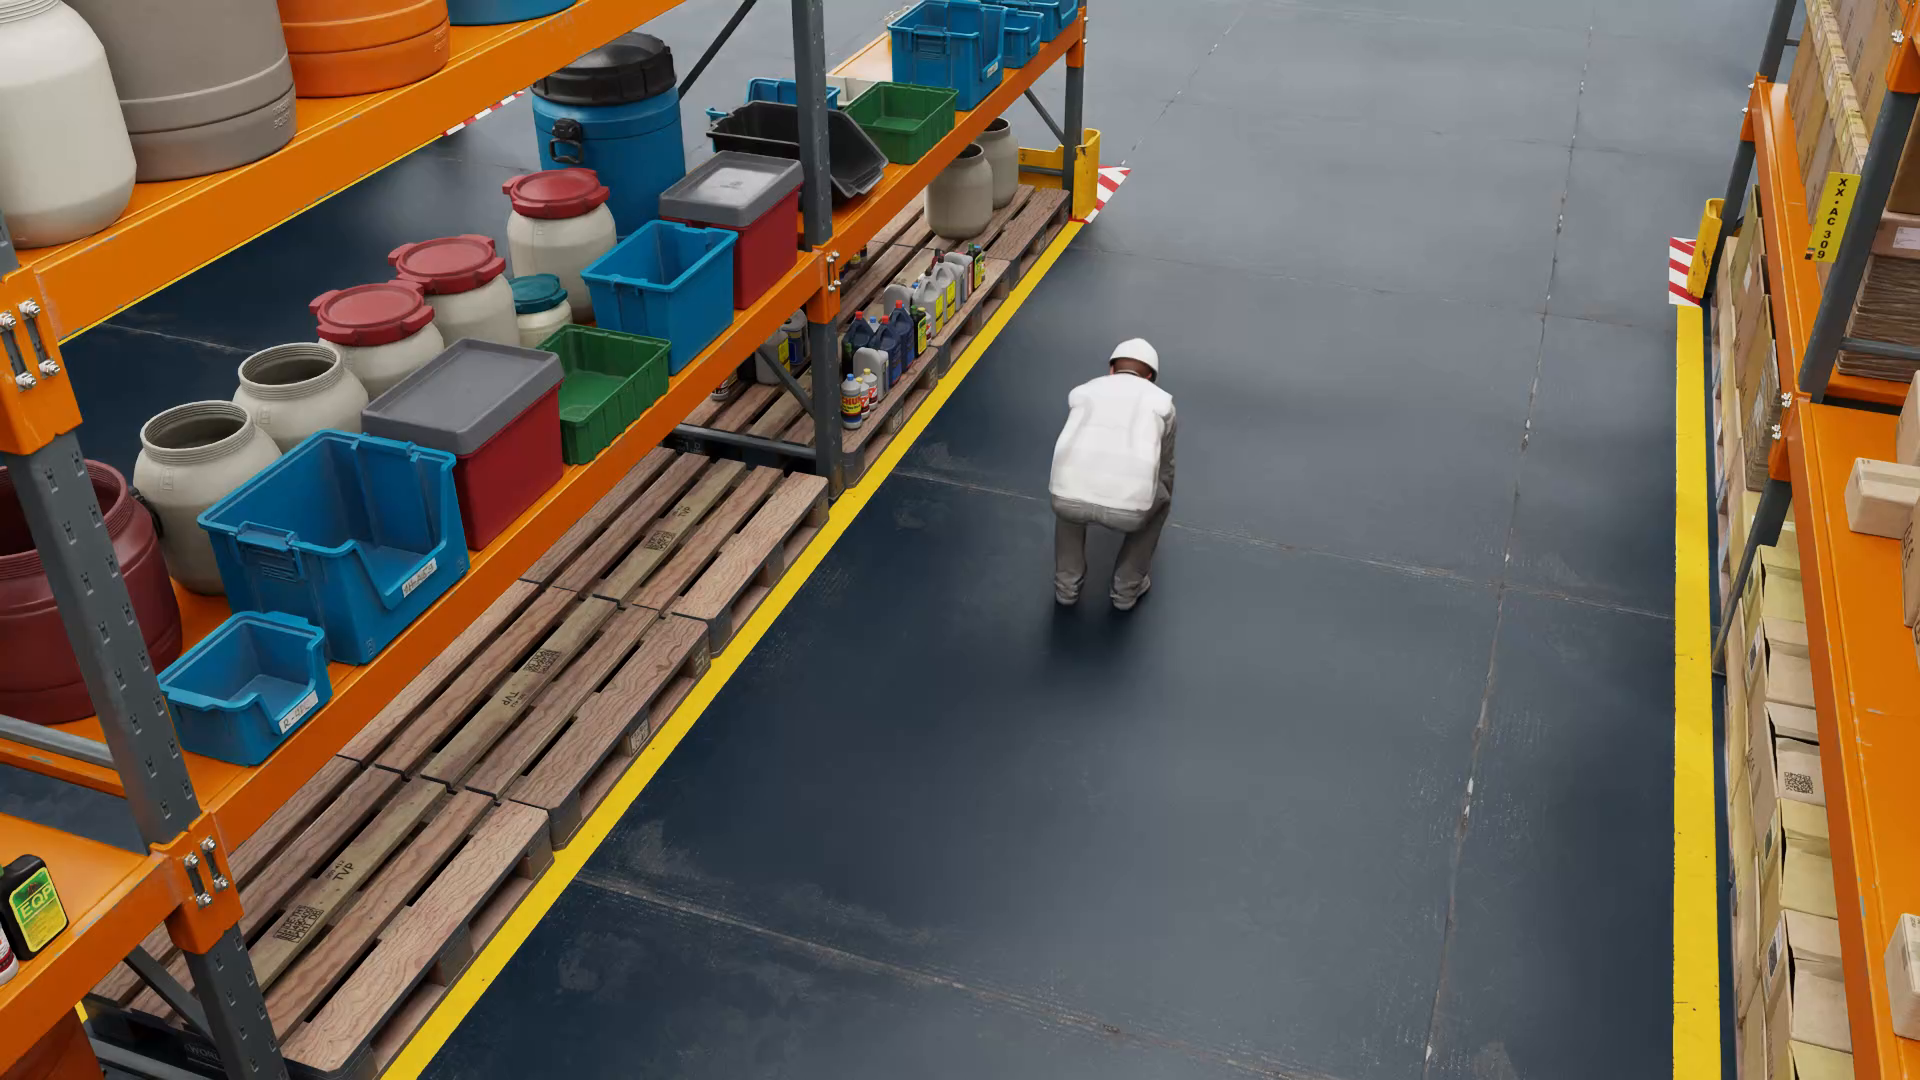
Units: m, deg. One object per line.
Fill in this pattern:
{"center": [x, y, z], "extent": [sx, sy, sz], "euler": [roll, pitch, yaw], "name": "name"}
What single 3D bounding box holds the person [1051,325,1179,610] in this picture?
{"center": [0.675, -0.292, 7.239], "extent": [0.503, 1.037, 0.998], "euler": [9, 34, 14], "name": "person"}
